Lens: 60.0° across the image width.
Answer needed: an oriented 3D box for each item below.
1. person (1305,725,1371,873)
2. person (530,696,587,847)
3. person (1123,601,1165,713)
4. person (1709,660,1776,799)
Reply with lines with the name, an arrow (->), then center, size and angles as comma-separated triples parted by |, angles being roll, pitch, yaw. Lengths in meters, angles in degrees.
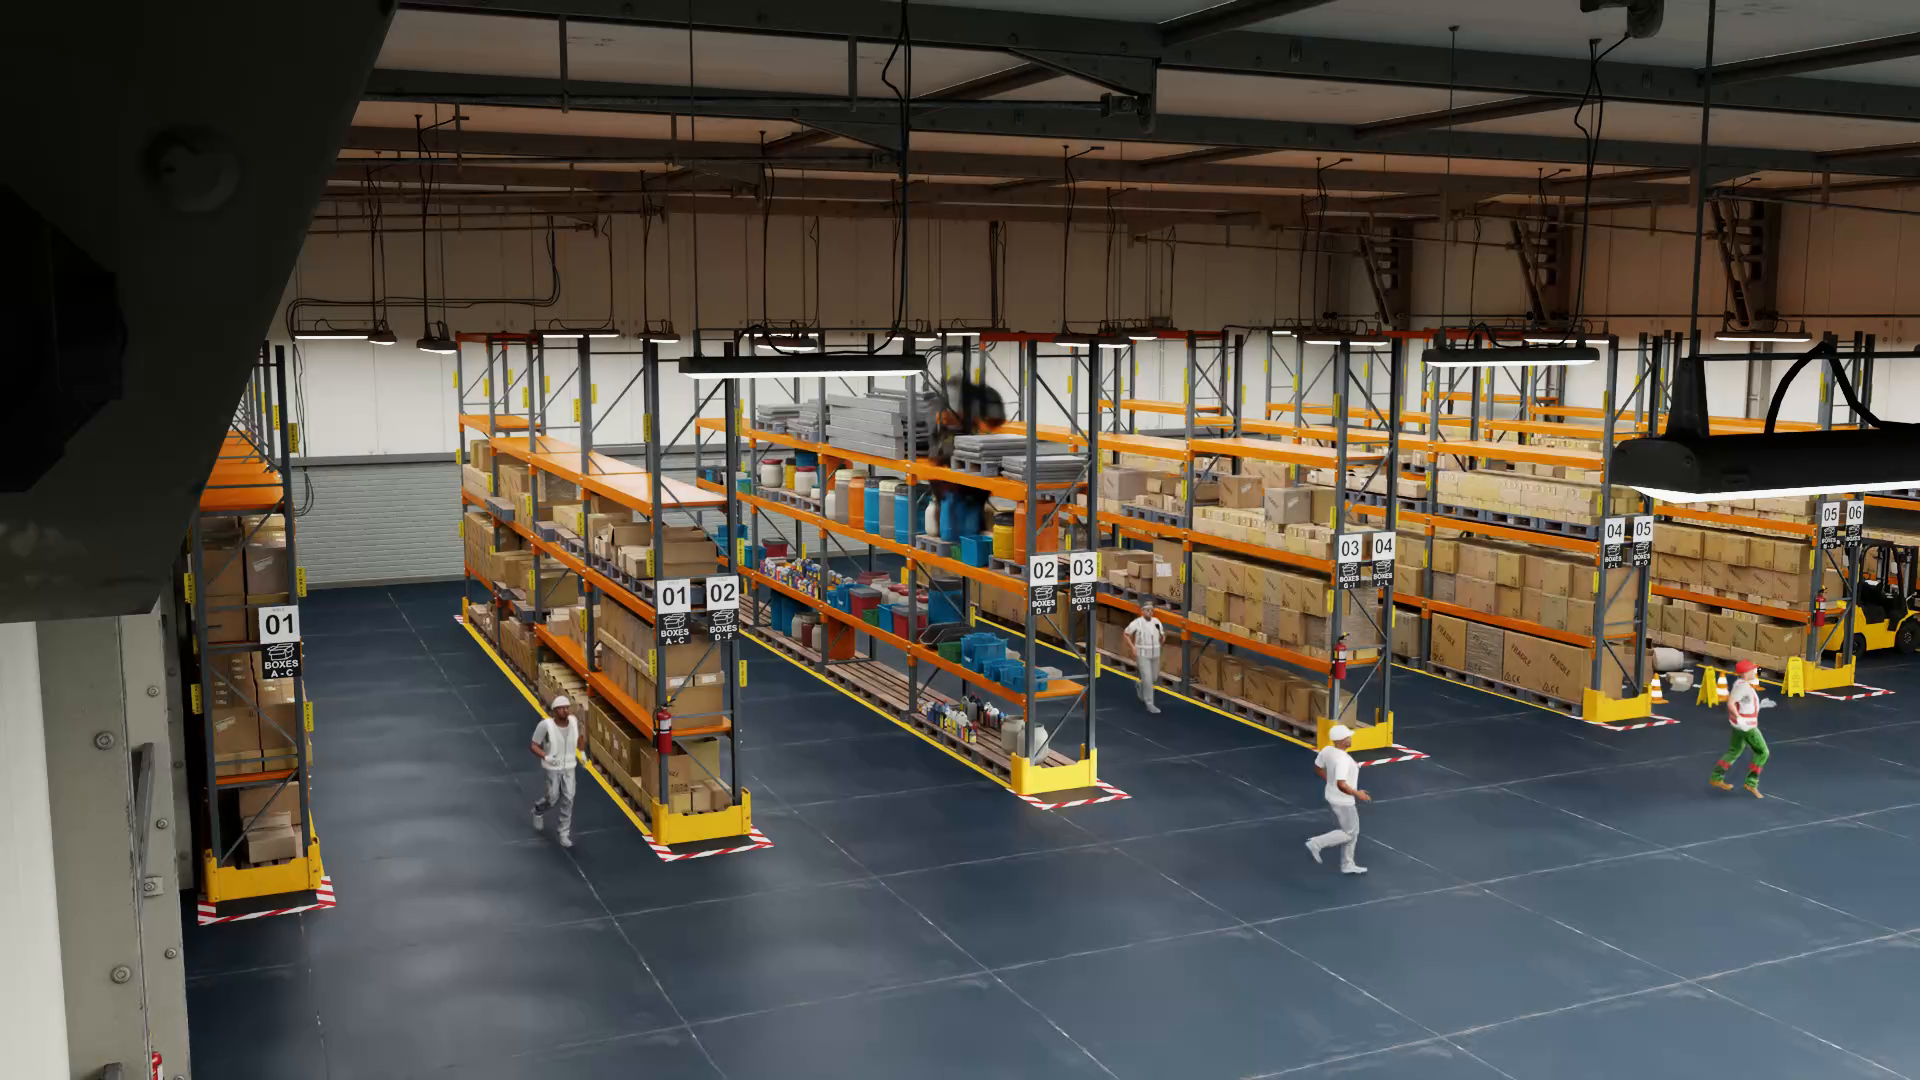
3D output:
person -> 4.279, 2.946, 18.876 | 0.758, 1.738, 0.699 | -1, 8, -5
person -> -4.853, 2.759, 20.162 | 0.718, 1.779, 0.821 | -6, 10, -37
person -> 3.014, 1.845, 26.786 | 0.673, 1.755, 0.923 | -3, 8, -24
person -> 10.361, 2.493, 21.961 | 0.763, 1.831, 0.649 | 1, 8, 11
